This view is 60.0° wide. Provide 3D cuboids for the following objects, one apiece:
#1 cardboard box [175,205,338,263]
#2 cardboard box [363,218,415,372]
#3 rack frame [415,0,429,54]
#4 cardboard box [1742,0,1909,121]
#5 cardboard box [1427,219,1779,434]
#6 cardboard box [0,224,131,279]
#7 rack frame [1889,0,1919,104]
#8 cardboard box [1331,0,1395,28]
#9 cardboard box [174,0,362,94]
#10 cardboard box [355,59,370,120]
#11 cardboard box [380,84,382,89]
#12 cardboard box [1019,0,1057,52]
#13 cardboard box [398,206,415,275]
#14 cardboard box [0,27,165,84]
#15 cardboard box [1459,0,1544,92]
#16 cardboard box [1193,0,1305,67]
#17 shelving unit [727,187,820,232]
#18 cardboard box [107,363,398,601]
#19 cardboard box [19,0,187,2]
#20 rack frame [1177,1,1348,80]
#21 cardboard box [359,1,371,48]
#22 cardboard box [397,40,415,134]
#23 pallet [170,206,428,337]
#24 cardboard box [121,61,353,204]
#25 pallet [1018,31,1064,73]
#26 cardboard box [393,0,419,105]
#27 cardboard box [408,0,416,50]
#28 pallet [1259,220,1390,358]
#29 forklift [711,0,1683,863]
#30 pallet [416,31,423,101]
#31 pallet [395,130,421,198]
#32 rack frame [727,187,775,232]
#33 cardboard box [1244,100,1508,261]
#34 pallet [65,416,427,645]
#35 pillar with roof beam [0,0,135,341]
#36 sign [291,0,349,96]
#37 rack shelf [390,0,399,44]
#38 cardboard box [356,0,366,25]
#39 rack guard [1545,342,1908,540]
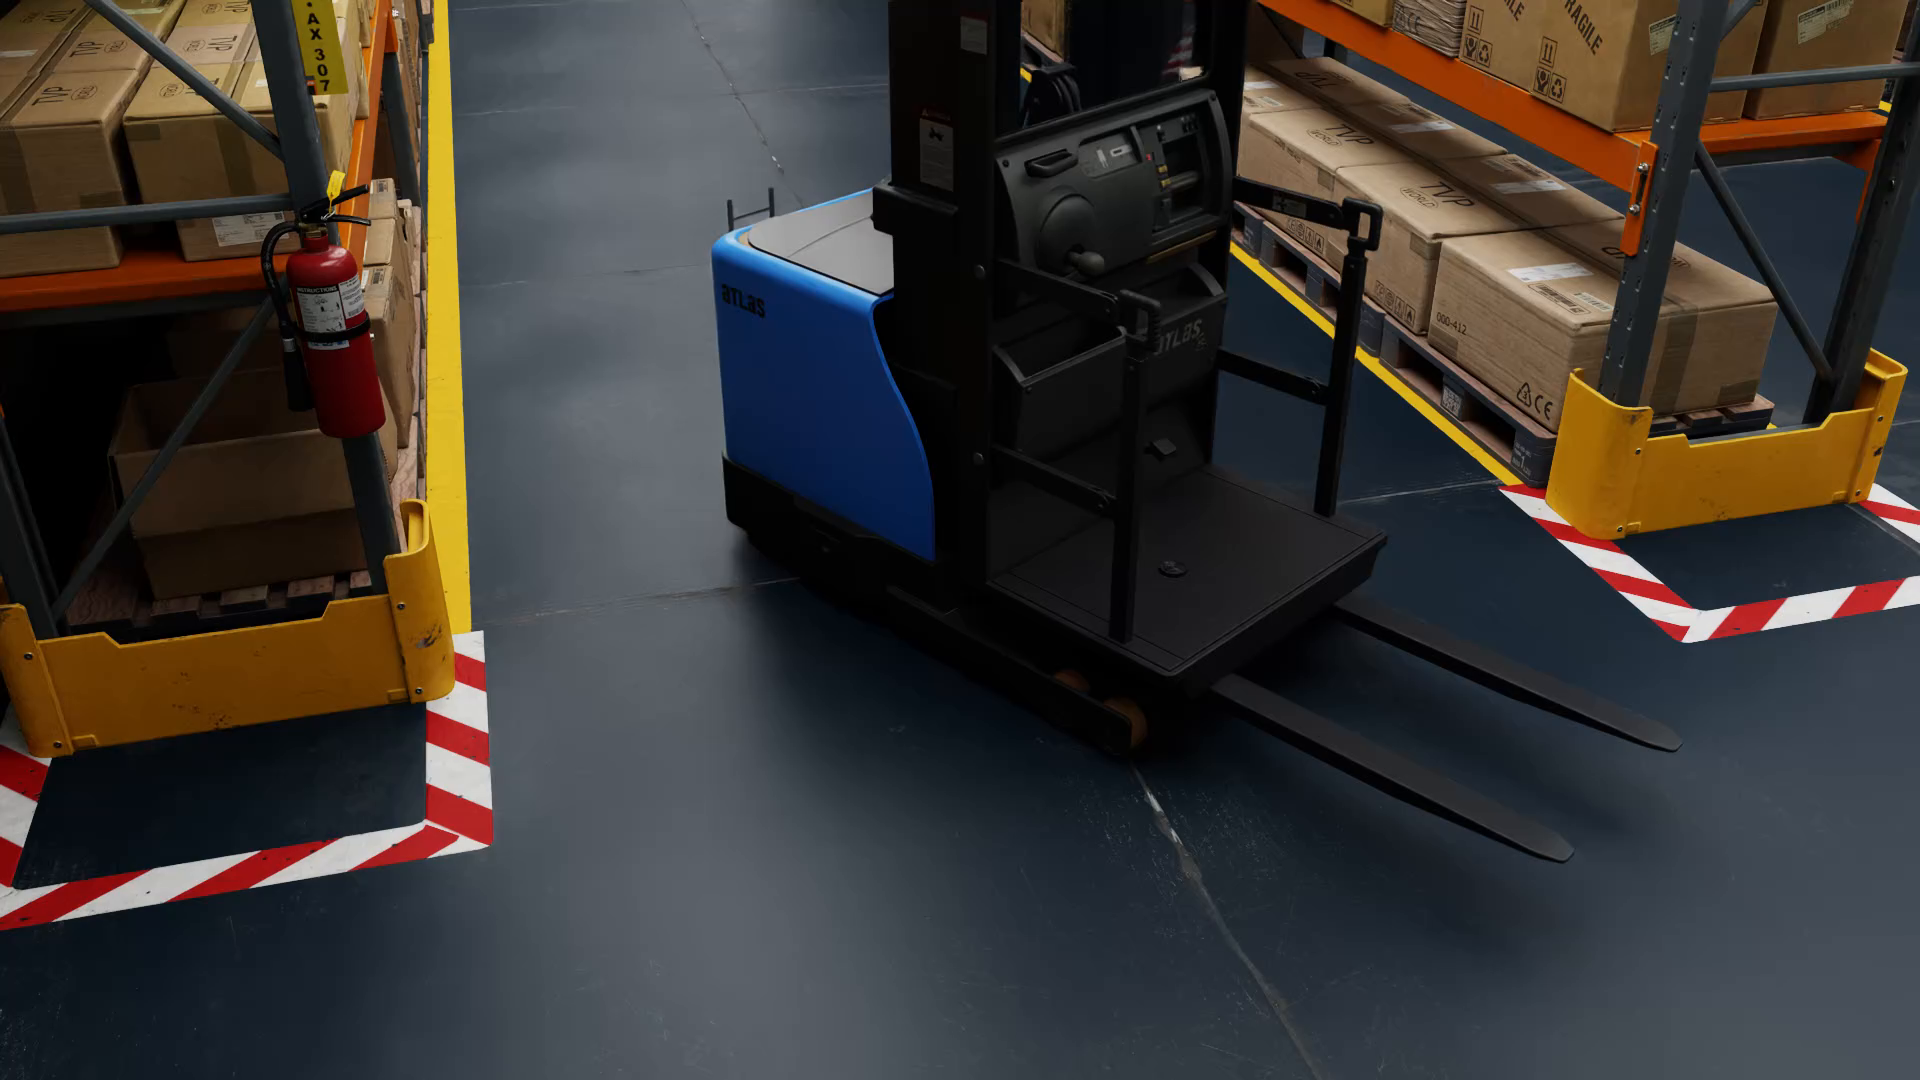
[{"bbox_3d":[-1.914,-0.886,4.537,0.380,0.149,0.250,-8,31,-14],"label":"cardboard box"},{"bbox_3d":[-2.395,-0.894,6.376,0.500,0.500,0.500,-7,31,-12],"label":"cardboard box"},{"bbox_3d":[-4.214,-4.663,10.812,1.000,3.000,0.127,-8,31,-13],"label":"rack frame"},{"bbox_3d":[2.843,-1.774,5.722,0.500,0.500,0.500,-8,31,-14],"label":"cardboard box"},{"bbox_3d":[2.422,-0.839,6.344,0.875,0.438,0.875,-9,31,-15],"label":"cardboard box"},{"bbox_3d":[-2.438,-0.815,4.415,0.380,0.149,0.250,-8,31,-14],"label":"cardboard box"},{"bbox_3d":[6.378,-4.100,9.839,1.000,3.000,0.127,-8,31,-13],"label":"rack frame"},{"bbox_3d":[1.896,-2.441,6.874,0.500,0.500,0.500,-7,31,-12],"label":"cardboard box"},{"bbox_3d":[-2.223,-1.606,5.383,0.500,0.250,0.500,-8,31,-14],"label":"cardboard box"},{"bbox_3d":[-2.208,-1.515,5.623,0.380,0.149,0.250,-9,31,-15],"label":"cardboard box"},{"bbox_3d":[-2.991,-2.321,8.193,0.380,0.149,0.250,-6,31,-11],"label":"cardboard box"},{"bbox_3d":[0.906,-3.811,11.042,0.875,0.875,0.875,-7,31,-13],"label":"cardboard box"},{"bbox_3d":[-2.627,-1.327,7.359,0.396,0.266,0.258,-7,31,-11],"label":"cardboard box"},{"bbox_3d":[-2.605,-1.299,4.853,0.500,0.250,0.500,-8,31,-13],"label":"cardboard box"},{"bbox_3d":[2.192,-1.947,6.019,0.500,0.500,0.500,-8,31,-14],"label":"cardboard box"},{"bbox_3d":[1.390,-2.944,9.544,0.875,0.875,0.875,-7,31,-12],"label":"cardboard box"},{"bbox_3d":[-0.633,-0.692,5.898,0.252,1.050,0.215,26,39,37],"label":"shelving unit"},{"bbox_3d":[-2.162,-0.209,5.189,0.797,0.503,0.637,-9,31,-15],"label":"cardboard box"},{"bbox_3d":[-2.870,-1.792,5.704,0.500,0.250,0.500,-8,31,-13],"label":"cardboard box"},{"bbox_3d":[1.632,-3.393,8.618,1.000,3.000,0.127,-8,31,-13],"label":"rack frame"},{"bbox_3d":[-2.504,-2.007,6.474,0.380,0.149,0.250,-8,31,-14],"label":"cardboard box"},{"bbox_3d":[-3.215,-2.351,8.893,0.500,0.500,0.500,-8,31,-14],"label":"cardboard box"},{"bbox_3d":[-2.971,-1.193,7.600,1.003,0.211,1.213,-8,31,-13],"label":"pallet"},{"bbox_3d":[-1.952,-1.118,4.540,0.500,0.250,0.500,-8,31,-13],"label":"cardboard box"},{"bbox_3d":[1.027,-3.139,10.963,1.003,0.211,1.213,-8,31,-13],"label":"pallet"},{"bbox_3d":[-3.475,-2.844,9.745,0.500,0.500,0.500,-9,31,-15],"label":"cardboard box"},{"bbox_3d":[-3.772,-3.344,10.610,0.500,0.500,0.500,-8,31,-14],"label":"cardboard box"},{"bbox_3d":[2.086,-1.218,7.644,1.003,0.211,1.213,-8,31,-13],"label":"pallet"},{"bbox_3d":[0.596,-0.955,4.474,3.031,2.935,1.130,26,39,37],"label":"forklift"},{"bbox_3d":[-4.053,-3.091,10.879,1.003,0.211,1.213,-8,31,-13],"label":"pallet"},{"bbox_3d":[-3.405,-1.912,8.843,1.003,0.211,1.213,-8,31,-13],"label":"pallet"},{"bbox_3d":[-0.720,-0.735,5.972,0.008,1.050,0.200,26,39,37],"label":"rack frame"},{"bbox_3d":[1.933,-1.716,7.859,0.875,0.438,0.875,-9,31,-15],"label":"cardboard box"},{"bbox_3d":[-2.324,-0.014,5.564,1.003,0.211,1.213,-8,31,-13],"label":"pallet"},{"bbox_3d":[0.314,-5.444,6.173,9.100,9.000,0.400,-8,31,-13],"label":"pillar with roof beam"},{"bbox_3d":[-1.568,-1.246,4.045,0.100,0.325,0.005,-8,31,-13],"label":"sign"},{"bbox_3d":[-3.684,-3.386,9.324,1.077,0.370,4.000,-8,31,-13],"label":"rack shelf"},{"bbox_3d":[-2.515,-2.099,6.235,0.500,0.250,0.500,-8,31,-14],"label":"cardboard box"},{"bbox_3d":[2.700,-0.368,5.886,1.175,0.500,0.348,-8,31,-13],"label":"rack guard"}]
